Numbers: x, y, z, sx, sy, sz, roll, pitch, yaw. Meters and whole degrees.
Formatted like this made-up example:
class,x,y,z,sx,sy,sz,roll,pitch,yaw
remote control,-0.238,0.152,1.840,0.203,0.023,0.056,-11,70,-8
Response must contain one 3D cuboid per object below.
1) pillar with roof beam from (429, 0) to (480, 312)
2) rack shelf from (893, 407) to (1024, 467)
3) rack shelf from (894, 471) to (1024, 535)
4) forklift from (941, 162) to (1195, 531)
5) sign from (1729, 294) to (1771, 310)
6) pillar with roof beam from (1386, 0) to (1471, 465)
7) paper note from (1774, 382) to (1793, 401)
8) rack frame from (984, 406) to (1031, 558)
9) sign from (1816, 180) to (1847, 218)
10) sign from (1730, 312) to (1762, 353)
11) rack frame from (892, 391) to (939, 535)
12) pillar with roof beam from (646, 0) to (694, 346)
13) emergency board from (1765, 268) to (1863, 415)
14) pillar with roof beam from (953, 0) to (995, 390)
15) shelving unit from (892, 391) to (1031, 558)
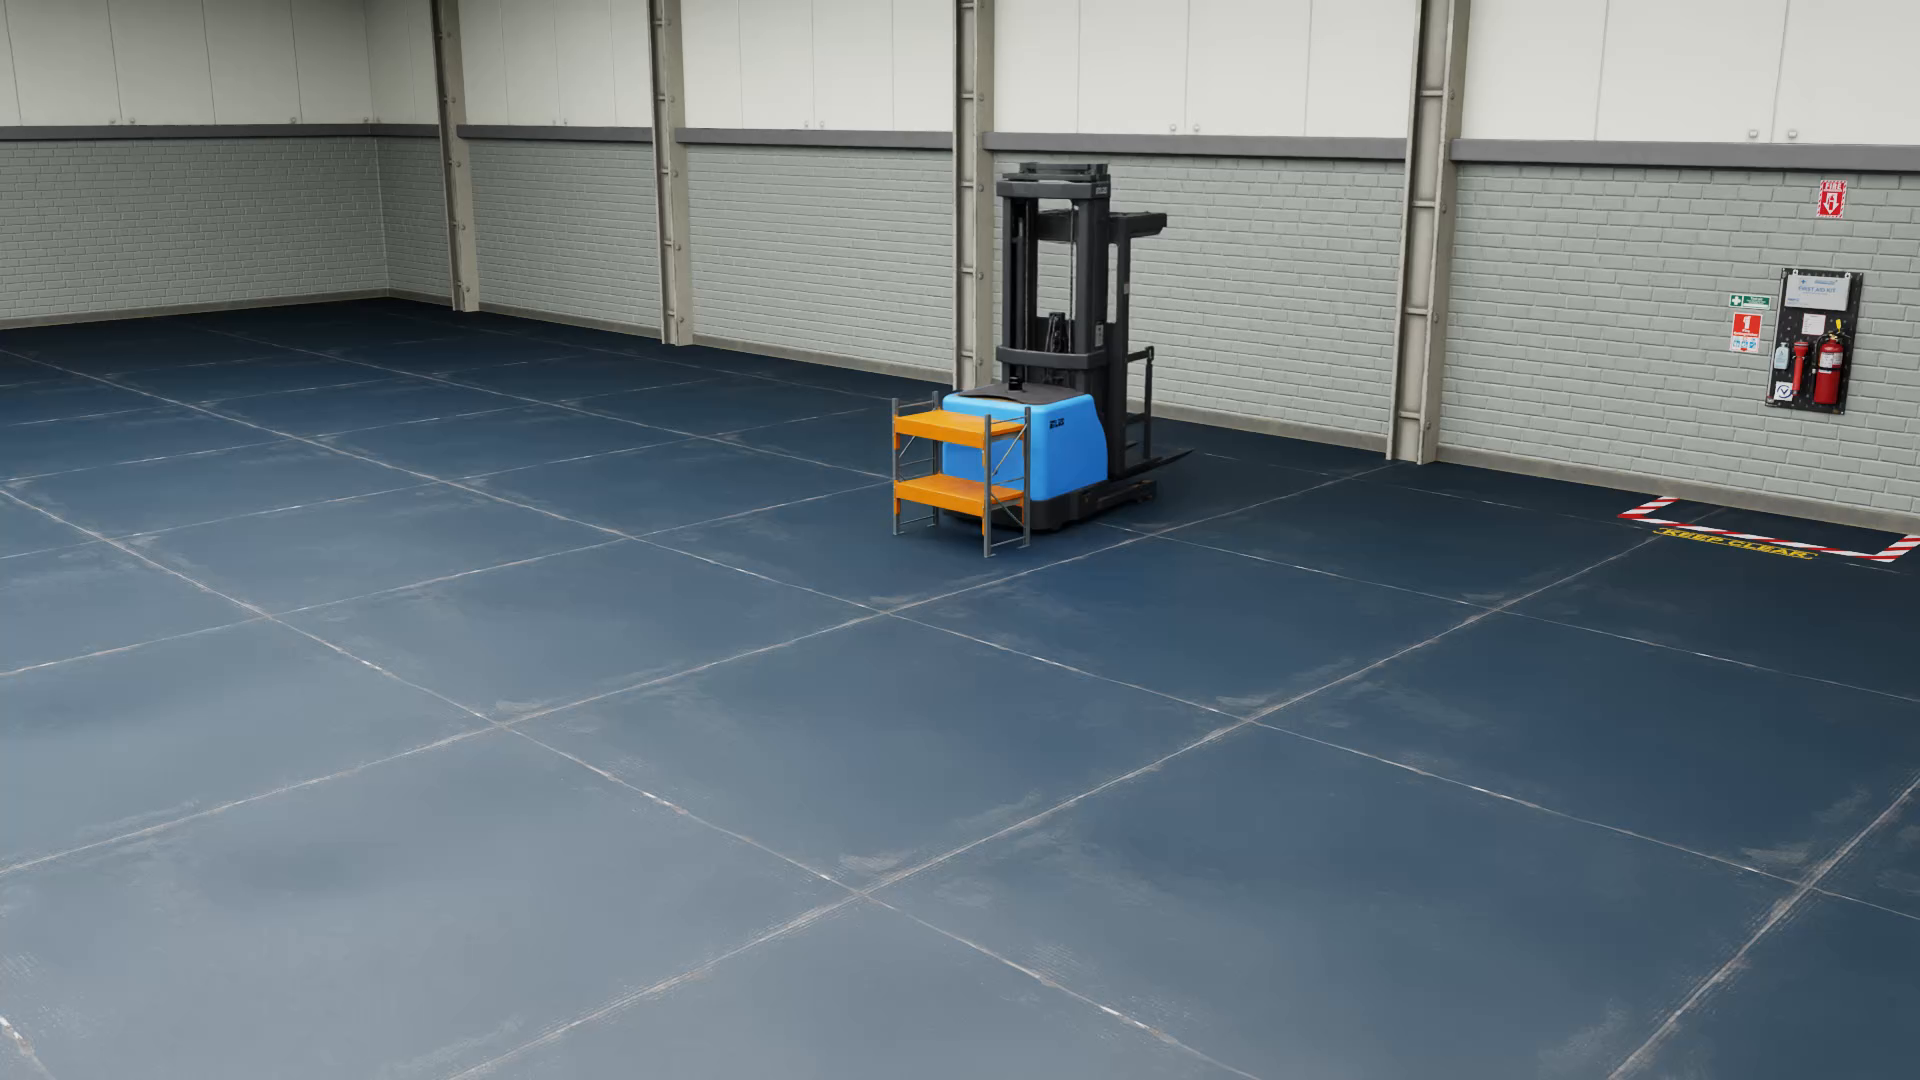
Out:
class,x,y,z,sx,sy,sz,roll,pitch,yaw
pillar with roof beam,-11.468,-7.522,24.453,0.400,9.000,9.100,14,20,42
rack shelf,0.005,-0.826,13.212,1.000,0.278,0.538,14,20,42
rack shelf,0.005,-0.307,13.347,1.000,0.278,0.538,14,20,42
forklift,1.100,-1.808,14.558,1.130,2.935,3.031,10,18,34
sign,6.715,-2.026,14.138,0.331,0.109,0.001,14,20,42
pillar with roof beam,1.489,-4.372,12.363,0.400,9.000,9.100,14,20,42
paper note,6.965,-1.257,14.053,0.142,0.148,0.016,14,20,42
rack frame,0.371,-0.454,12.944,0.032,1.125,0.500,14,20,42
sign,7.108,-2.781,13.557,0.199,0.298,0.001,14,20,42
sign,6.718,-1.772,14.214,0.234,0.329,0.001,14,20,42
rack frame,-0.361,-0.632,13.627,0.032,1.125,0.500,14,20,42
pillar with roof beam,-7.149,-6.472,20.423,0.400,9.000,9.100,14,20,42
emergency board,7.044,-1.639,13.775,0.643,1.169,0.194,14,20,42
pillar with roof beam,-2.830,-5.422,16.393,0.400,9.000,9.100,14,20,42
shelving unit,0.005,-0.543,13.286,1.048,1.125,0.538,14,20,42
